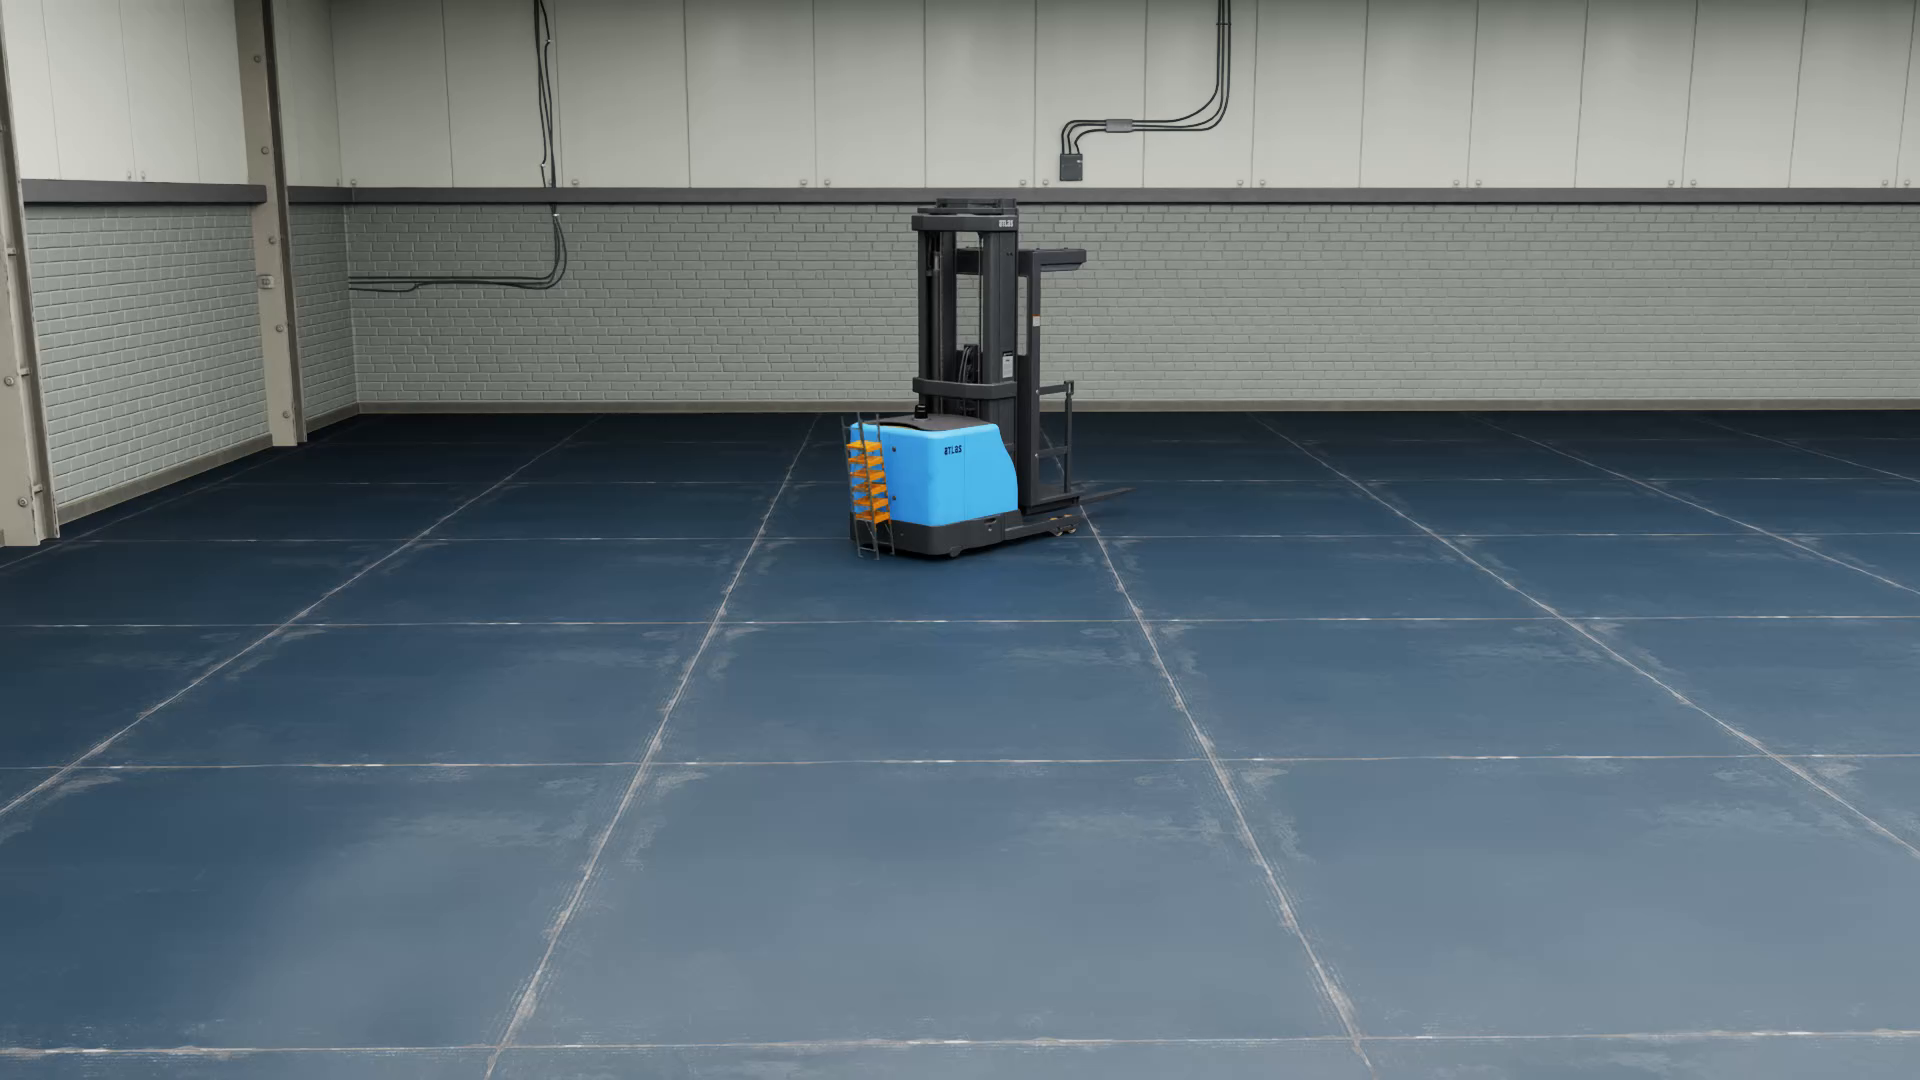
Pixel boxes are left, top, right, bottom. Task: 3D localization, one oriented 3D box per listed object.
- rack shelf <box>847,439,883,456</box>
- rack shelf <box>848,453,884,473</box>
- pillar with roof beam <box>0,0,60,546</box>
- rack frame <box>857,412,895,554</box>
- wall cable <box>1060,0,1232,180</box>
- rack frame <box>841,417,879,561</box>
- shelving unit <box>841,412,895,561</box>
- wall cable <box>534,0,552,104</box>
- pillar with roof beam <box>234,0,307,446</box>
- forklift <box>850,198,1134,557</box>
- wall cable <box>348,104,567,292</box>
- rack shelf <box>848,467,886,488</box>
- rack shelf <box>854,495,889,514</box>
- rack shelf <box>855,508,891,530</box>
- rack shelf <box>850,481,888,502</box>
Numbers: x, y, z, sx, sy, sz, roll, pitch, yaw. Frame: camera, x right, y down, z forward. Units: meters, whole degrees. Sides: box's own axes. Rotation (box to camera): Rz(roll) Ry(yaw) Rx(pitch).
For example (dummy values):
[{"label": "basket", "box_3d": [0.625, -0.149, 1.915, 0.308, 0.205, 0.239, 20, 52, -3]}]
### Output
[{"label": "rack shelf", "box_3d": [-0.788, -0.741, 13.582, 0.258, 0.103, 0.180, 10, 24, 41]}, {"label": "rack shelf", "box_3d": [-0.776, -0.627, 13.618, 0.258, 0.103, 0.180, 10, 24, 41]}, {"label": "pillar with roof beam", "box_3d": [-3.801, -4.417, 13.699, 9.100, 9.000, 0.400, 0, 11, -1]}, {"label": "rack frame", "box_3d": [-0.696, -0.468, 13.741, 0.240, 1.200, 0.006, 10, 24, 41]}, {"label": "wall cable", "box_3d": [2.524, -7.886, 22.243, 2.305, 6.003, 0.169, 0, 11, -1]}, {"label": "rack frame", "box_3d": [-0.817, -0.415, 13.615, 0.240, 1.200, 0.006, 10, 24, 41]}, {"label": "shelving unit", "box_3d": [-0.756, -0.442, 13.678, 0.258, 1.200, 0.189, 10, 24, 41]}, {"label": "wall cable", "box_3d": [-4.263, -7.148, 22.266, 3.097, 2.526, 0.112, 0, 11, -1]}, {"label": "pillar with roof beam", "box_3d": [-3.925, -5.610, 19.578, 9.100, 9.000, 0.400, 0, 11, -1]}, {"label": "forklift", "box_3d": [0.413, -1.529, 14.724, 1.130, 2.935, 3.031, 10, 15, 41]}, {"label": "wall cable", "box_3d": [-6.967, -4.662, 22.713, 3.097, 2.526, 0.112, 0, 11, -1]}, {"label": "rack shelf", "box_3d": [-0.764, -0.513, 13.655, 0.258, 0.103, 0.180, 10, 24, 41]}, {"label": "rack shelf", "box_3d": [-0.740, -0.286, 13.728, 0.258, 0.103, 0.180, 10, 24, 41]}, {"label": "rack shelf", "box_3d": [-0.728, -0.172, 13.765, 0.258, 0.103, 0.180, 10, 24, 41]}, {"label": "rack shelf", "box_3d": [-0.752, -0.400, 13.692, 0.258, 0.103, 0.180, 10, 24, 41]}]
